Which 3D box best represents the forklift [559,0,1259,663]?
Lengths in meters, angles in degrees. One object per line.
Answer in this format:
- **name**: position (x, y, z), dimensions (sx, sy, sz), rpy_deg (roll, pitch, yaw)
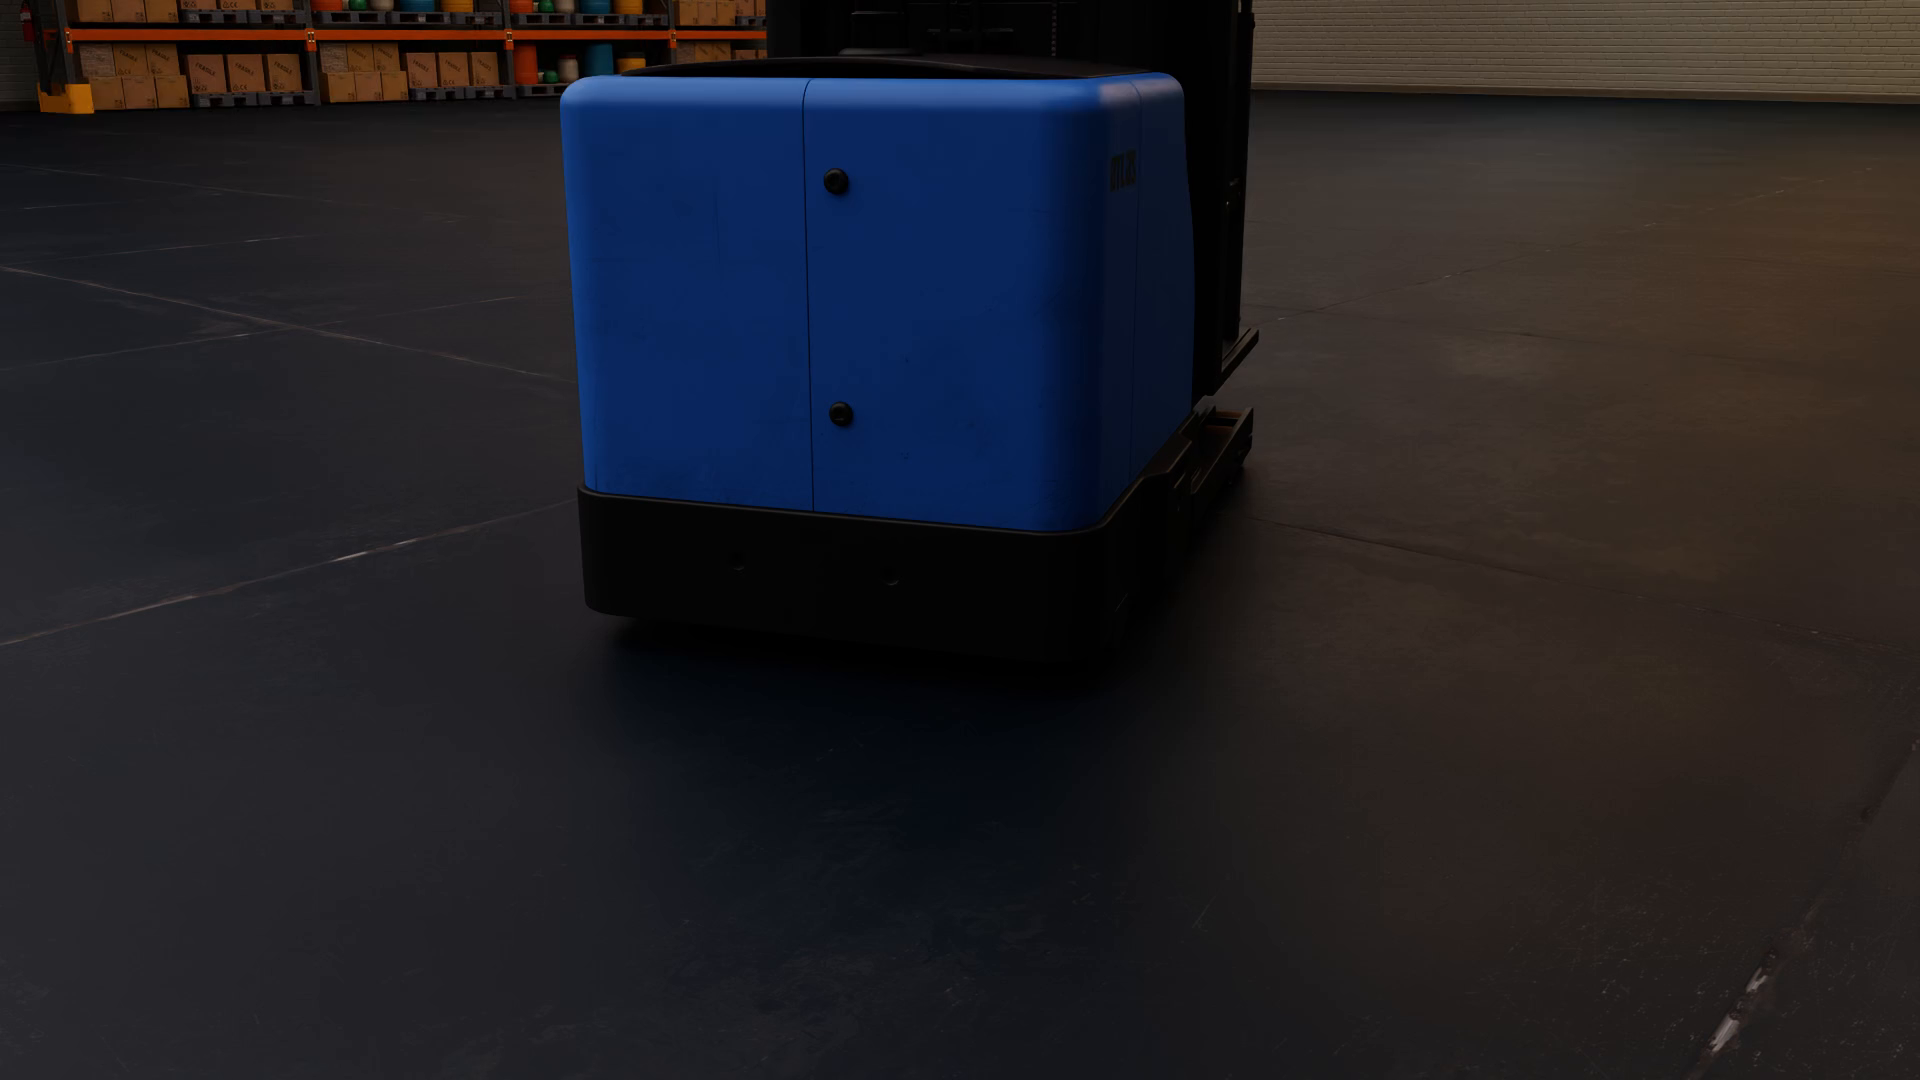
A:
- **forklift**: position (0.182, -1.571, 4.072), dimensions (1.130, 2.935, 3.031), rpy_deg (5, 18, 17)
